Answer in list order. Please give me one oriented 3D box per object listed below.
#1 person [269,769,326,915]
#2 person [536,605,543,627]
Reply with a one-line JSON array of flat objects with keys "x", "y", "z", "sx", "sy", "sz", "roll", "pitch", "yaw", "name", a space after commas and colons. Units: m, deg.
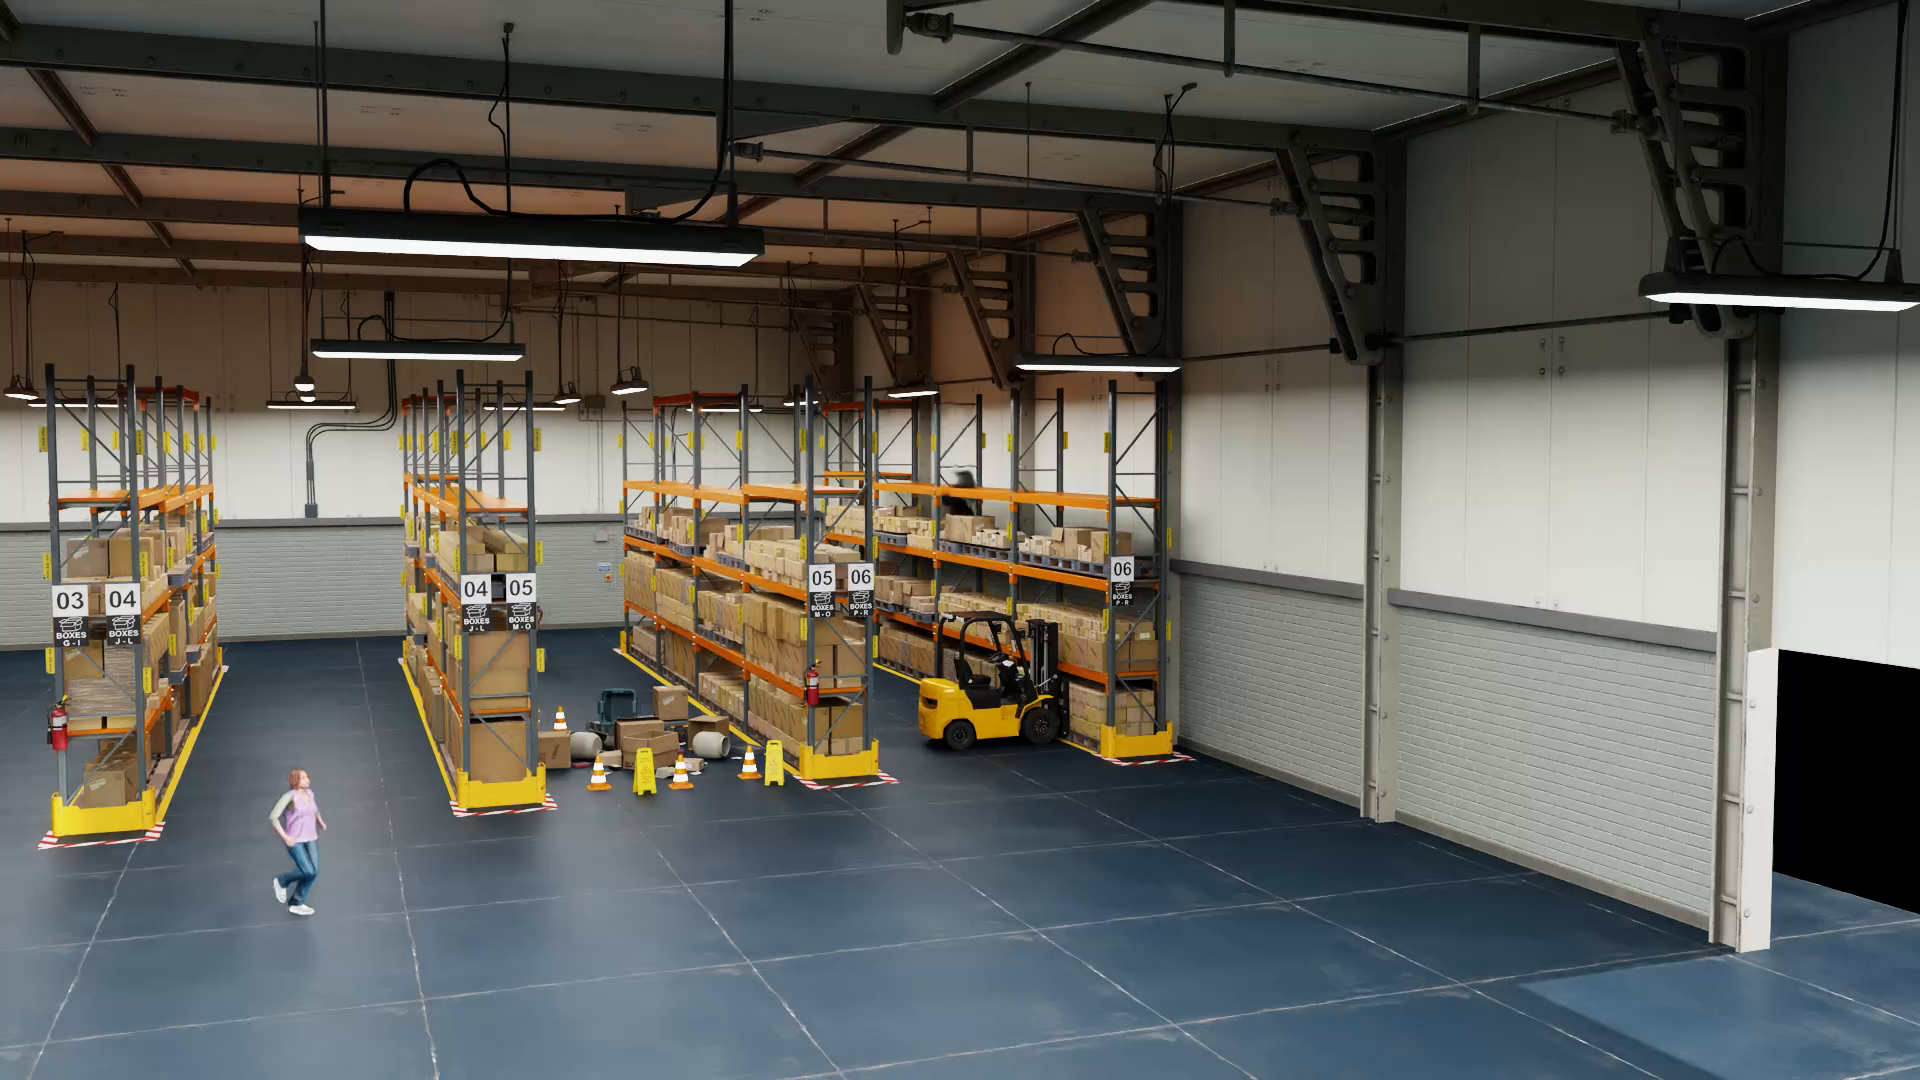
[{"x": -6.999, "y": 3.197, "z": 17.625, "sx": 0.521, "sy": 1.556, "sz": 0.588, "roll": 1, "pitch": 4, "yaw": 22, "name": "person"}, {"x": -9.665, "y": 2.018, "z": 37.315, "sx": 0.581, "sy": 1.657, "sz": 1.057, "roll": -3, "pitch": 4, "yaw": -38, "name": "person"}]
